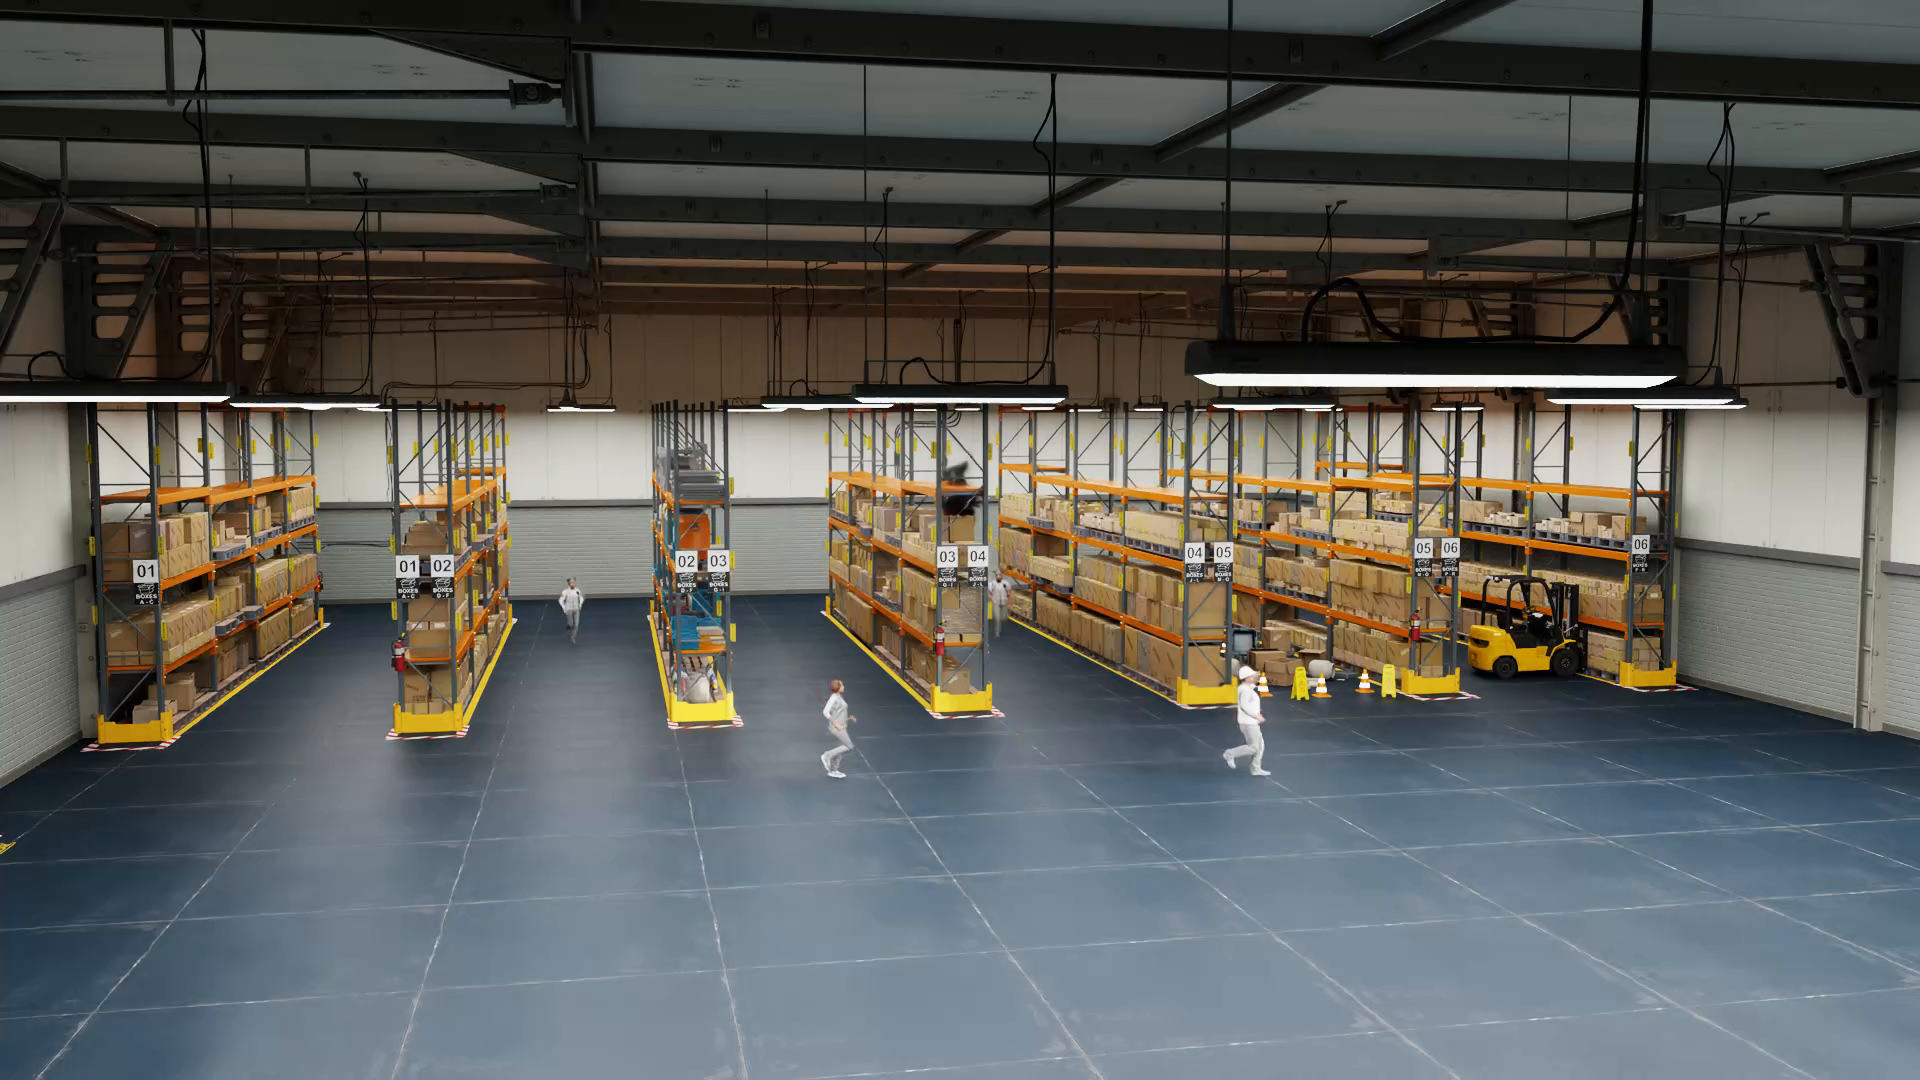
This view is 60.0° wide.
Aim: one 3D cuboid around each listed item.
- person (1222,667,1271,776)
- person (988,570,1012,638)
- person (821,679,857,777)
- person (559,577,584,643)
[{"bbox_3d":[4.559,2.869,26.303,0.720,1.738,0.675,1,4,7],"label":"person"},{"bbox_3d":[1.021,1.628,42.936,0.681,1.763,0.669,0,4,-5],"label":"person"},{"bbox_3d":[-1.908,2.972,26.231,0.541,1.557,0.533,0,4,6],"label":"person"},{"bbox_3d":[-9.739,1.758,41.772,0.615,1.657,0.555,-2,5,-27],"label":"person"}]
